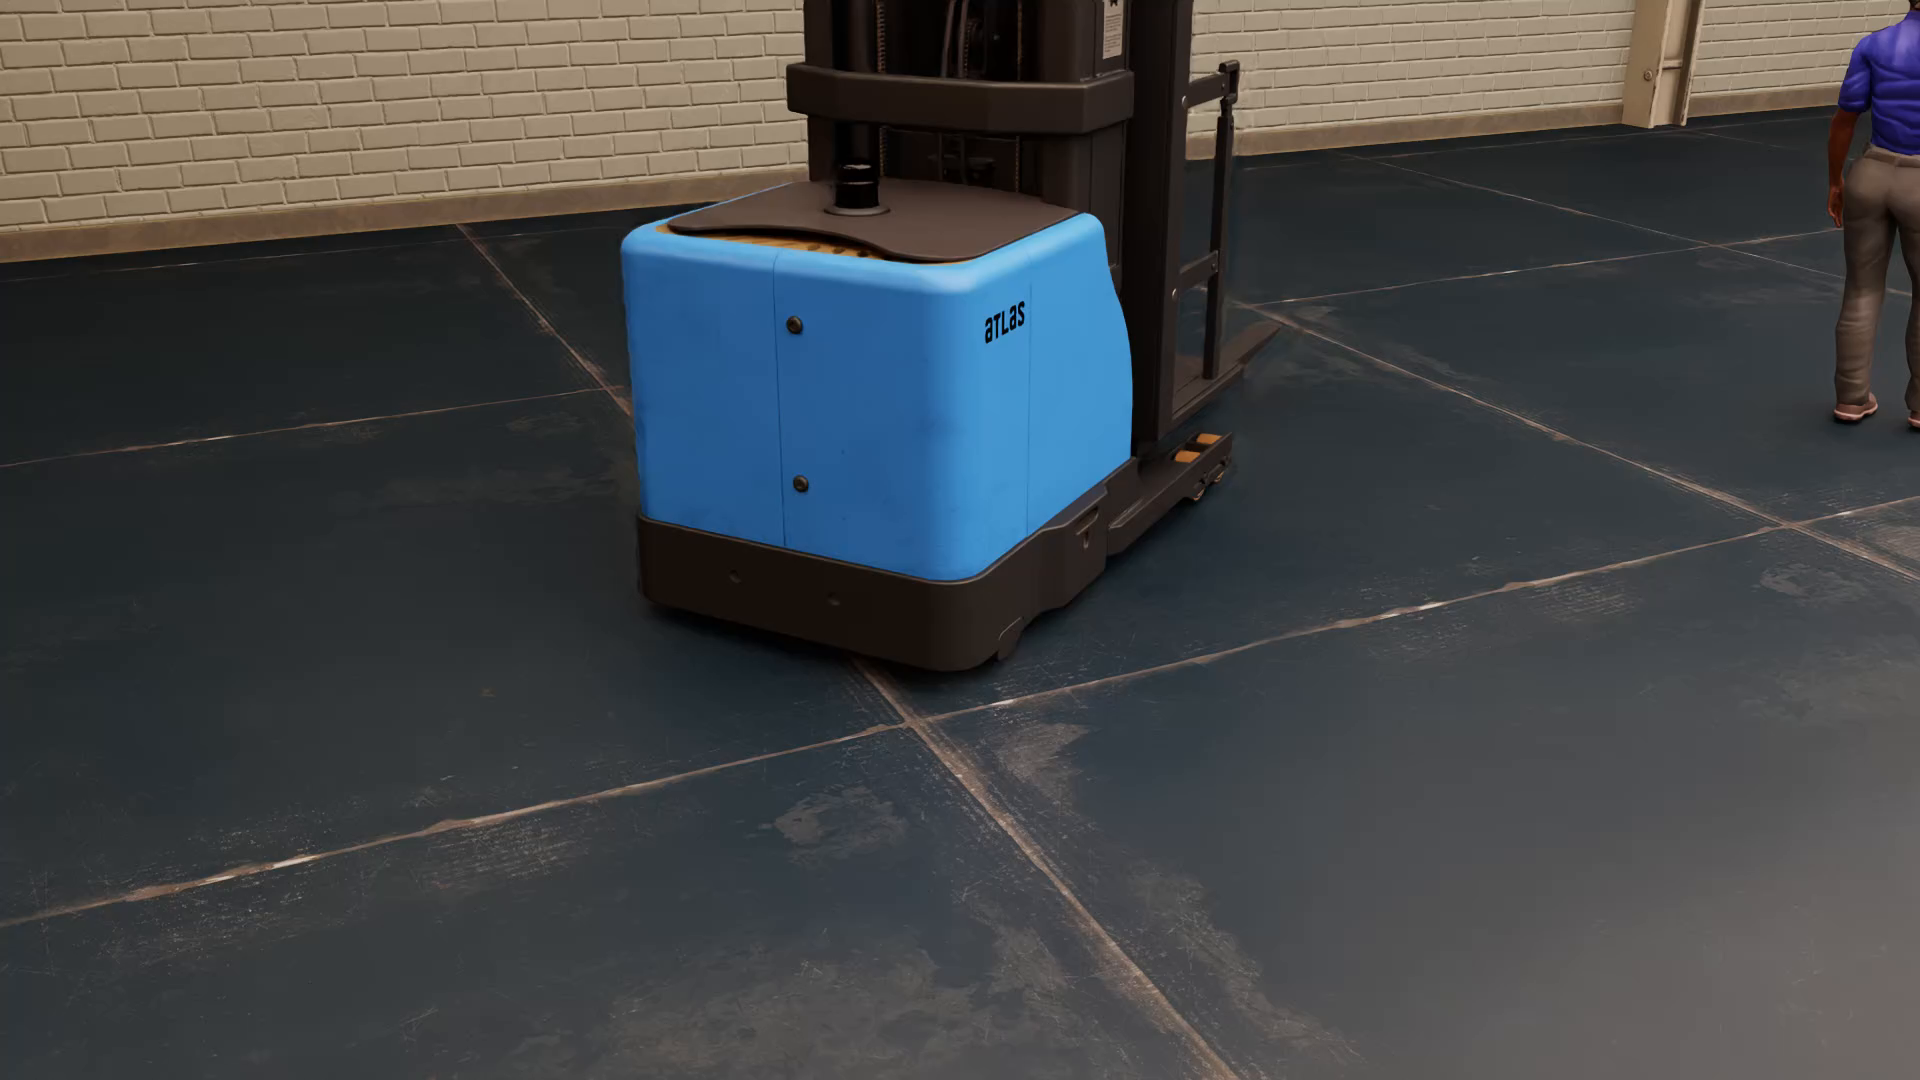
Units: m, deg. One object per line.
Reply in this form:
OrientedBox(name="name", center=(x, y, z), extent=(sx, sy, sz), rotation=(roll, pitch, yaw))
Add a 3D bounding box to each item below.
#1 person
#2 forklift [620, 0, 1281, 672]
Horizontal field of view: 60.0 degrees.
OrientedBox(name="person", center=(3.377, -1.224, 5.878), extent=(0.504, 1.654, 0.570), rotation=(-18, 29, -37))
OrientedBox(name="forklift", center=(0.261, -1.552, 5.022), extent=(1.130, 2.935, 3.031), rotation=(12, 25, 26))
